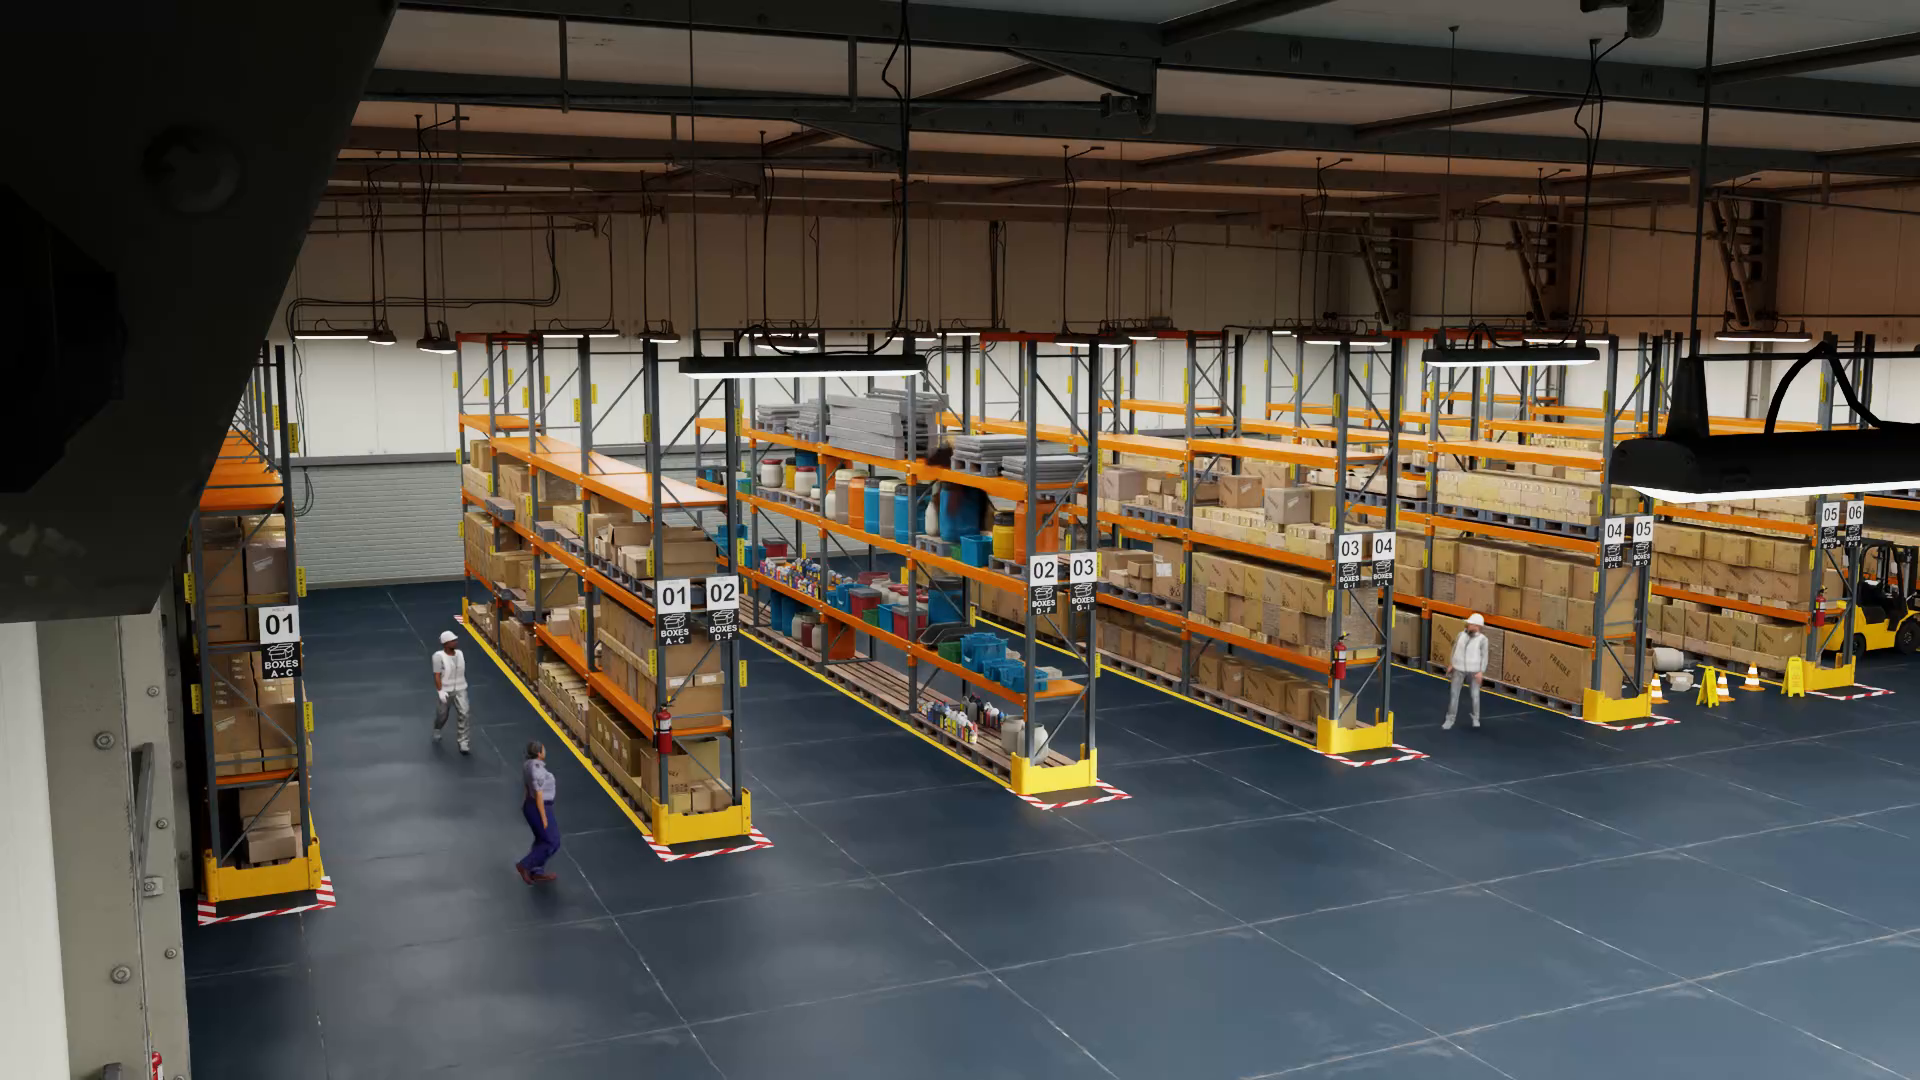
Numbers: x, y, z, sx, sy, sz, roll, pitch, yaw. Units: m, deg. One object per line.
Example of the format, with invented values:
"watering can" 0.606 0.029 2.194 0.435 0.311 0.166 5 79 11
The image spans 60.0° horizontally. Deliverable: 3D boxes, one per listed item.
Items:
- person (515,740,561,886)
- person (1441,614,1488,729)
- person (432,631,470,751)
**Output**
"person" -4.714 3.022 18.468 0.496 1.634 0.497 -3 8 -21
"person" 7.800 2.017 25.629 0.632 1.776 0.601 3 8 21
"person" -7.472 2.190 24.356 0.495 1.735 0.923 -4 9 -27
